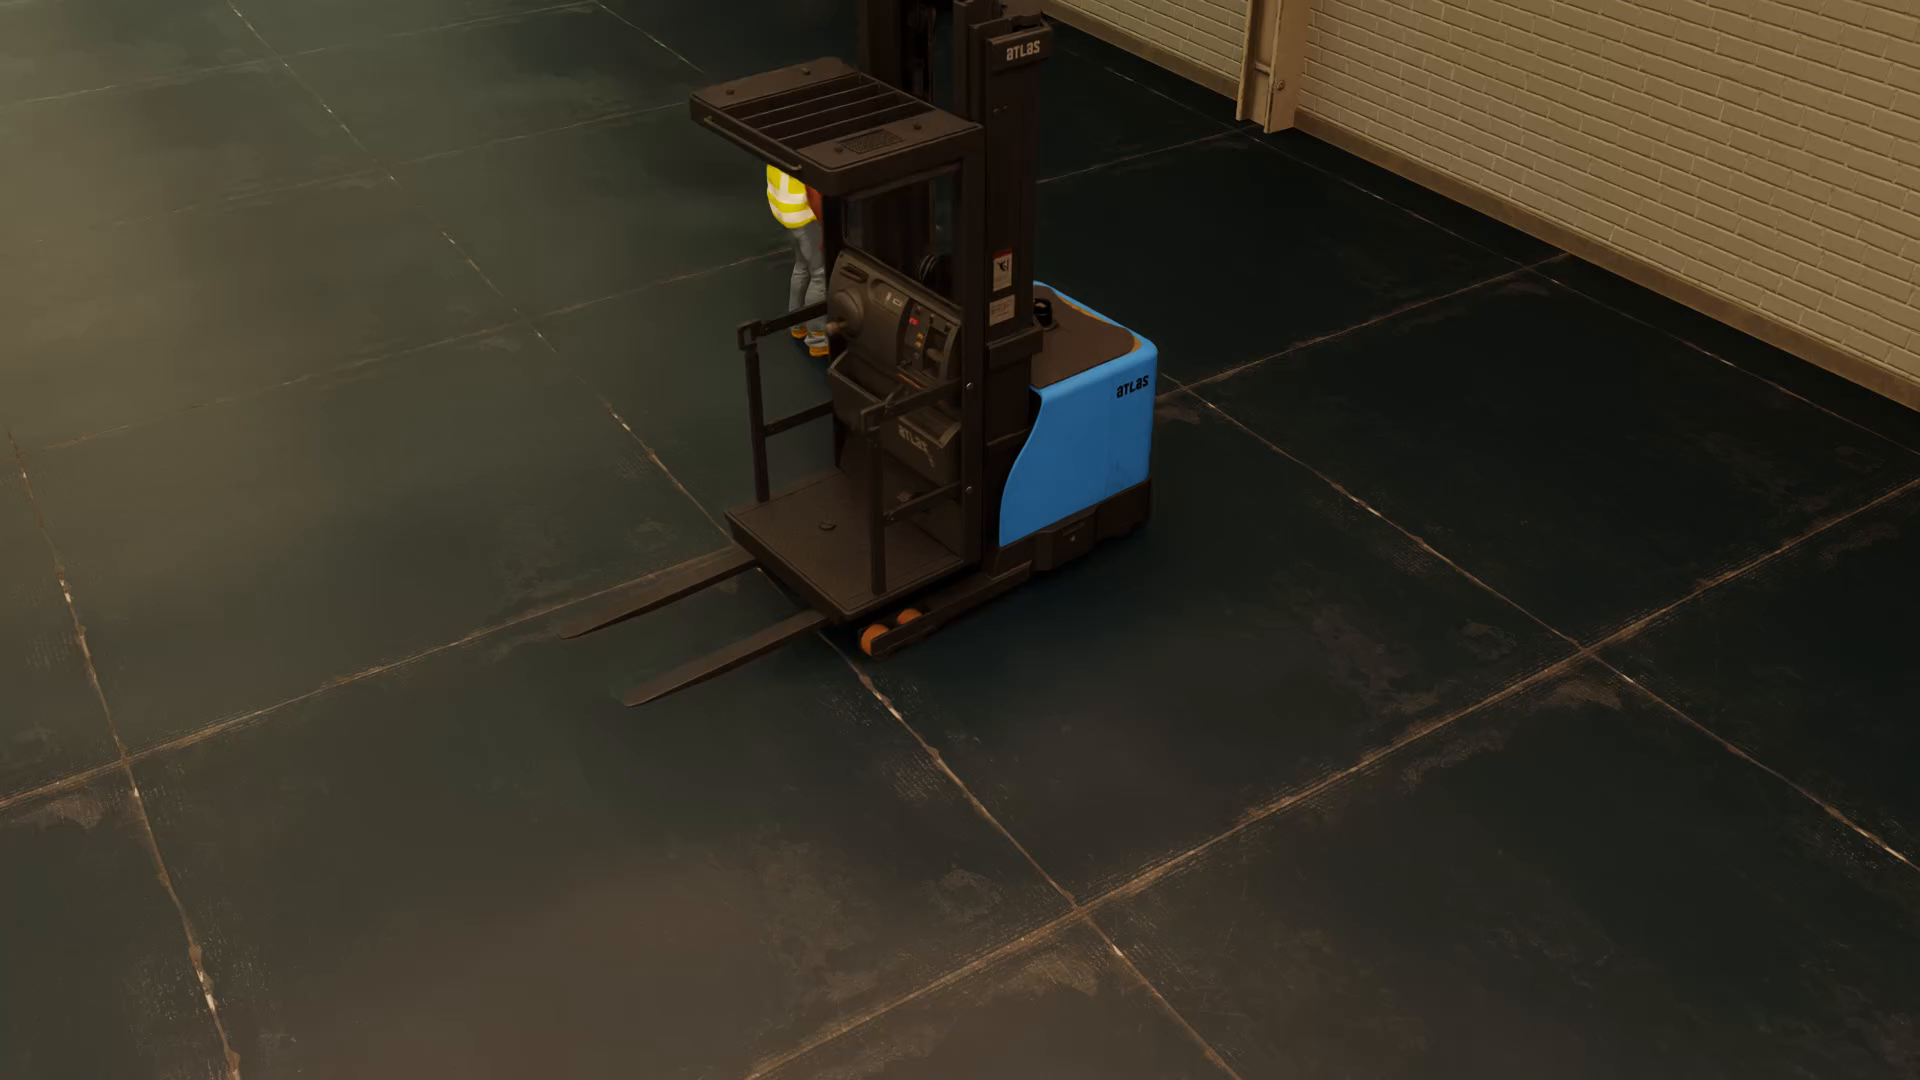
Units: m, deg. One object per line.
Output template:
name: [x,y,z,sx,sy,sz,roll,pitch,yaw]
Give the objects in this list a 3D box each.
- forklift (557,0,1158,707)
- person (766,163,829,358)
forklift: [-0.475,-0.977,7.538,3.031,2.935,1.130,-24,42,-30]
person: [-0.901,-1.981,9.989,0.462,1.759,0.630,-15,38,-21]
